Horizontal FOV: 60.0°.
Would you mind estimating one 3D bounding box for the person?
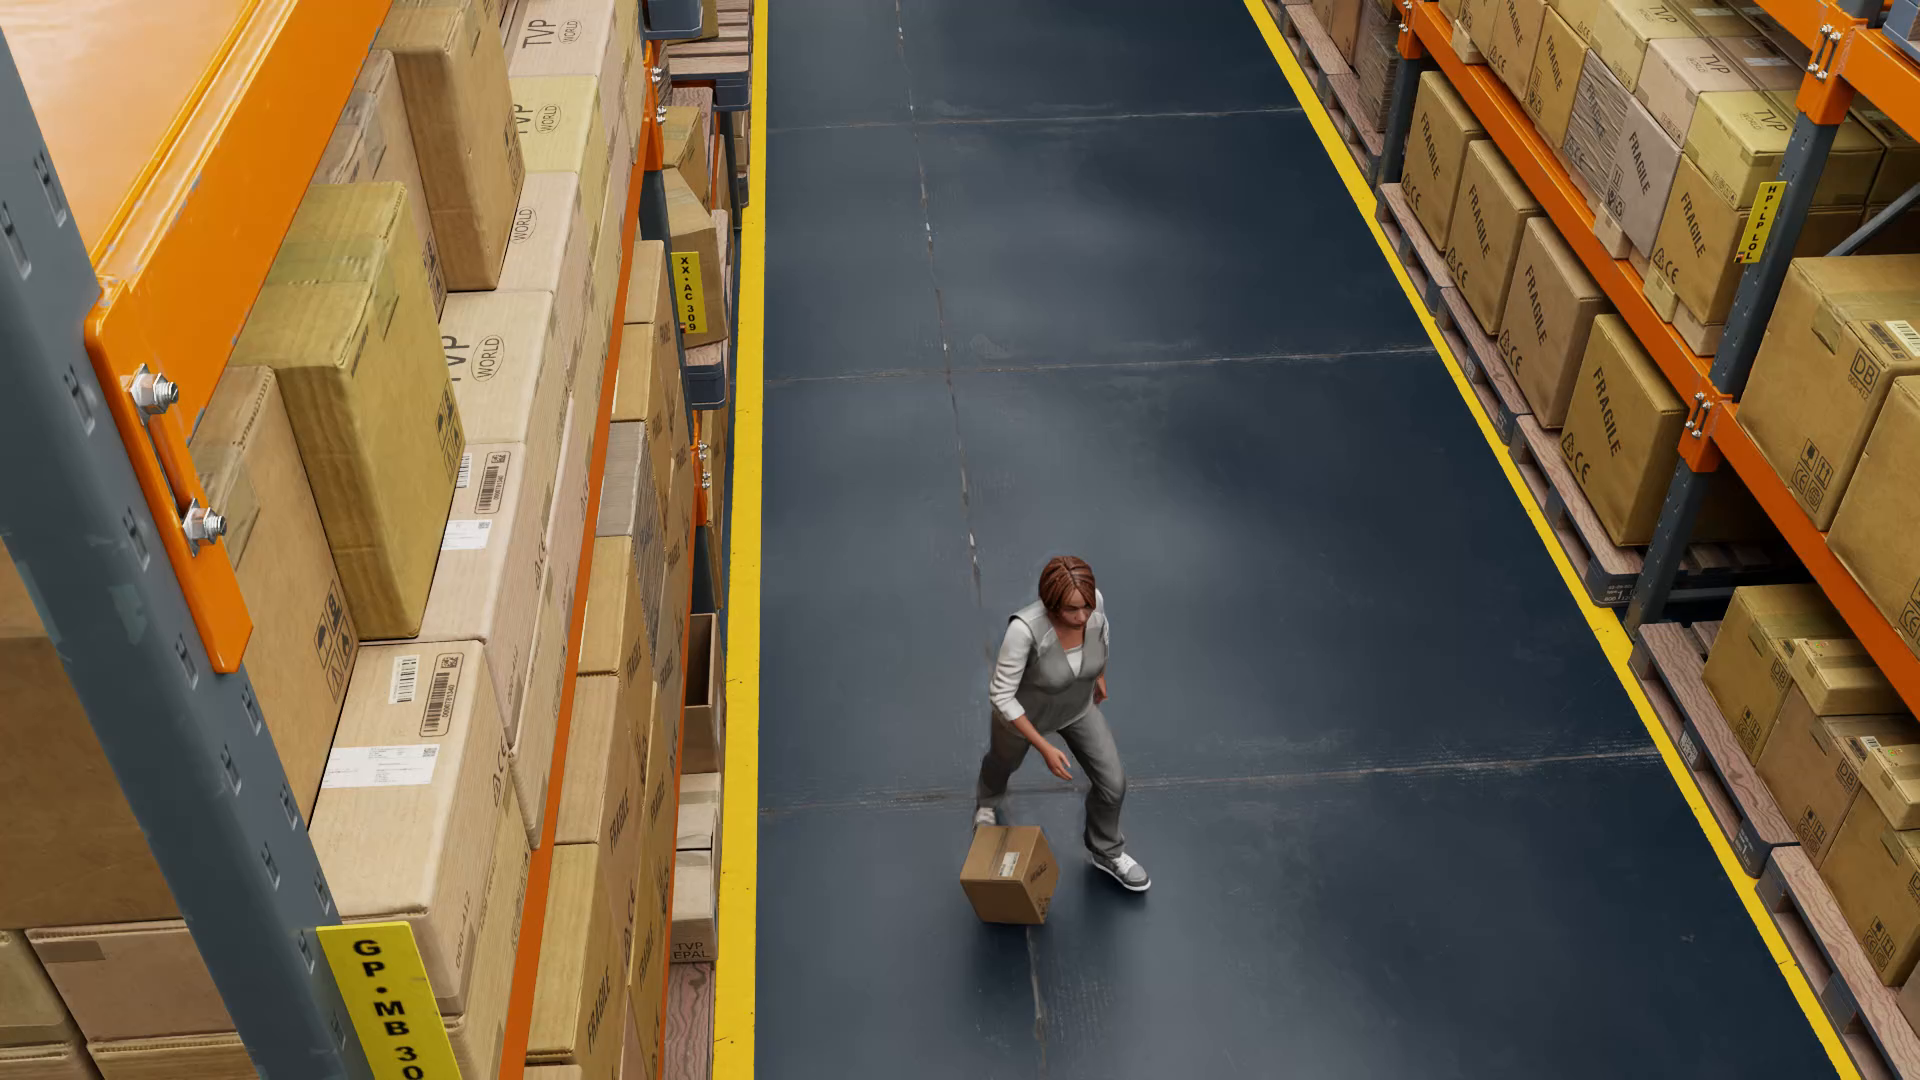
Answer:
[{"bbox_3d":[0.324,0.600,5.883,0.559,1.547,0.709,-15,42,-18],"label":"person"}]
